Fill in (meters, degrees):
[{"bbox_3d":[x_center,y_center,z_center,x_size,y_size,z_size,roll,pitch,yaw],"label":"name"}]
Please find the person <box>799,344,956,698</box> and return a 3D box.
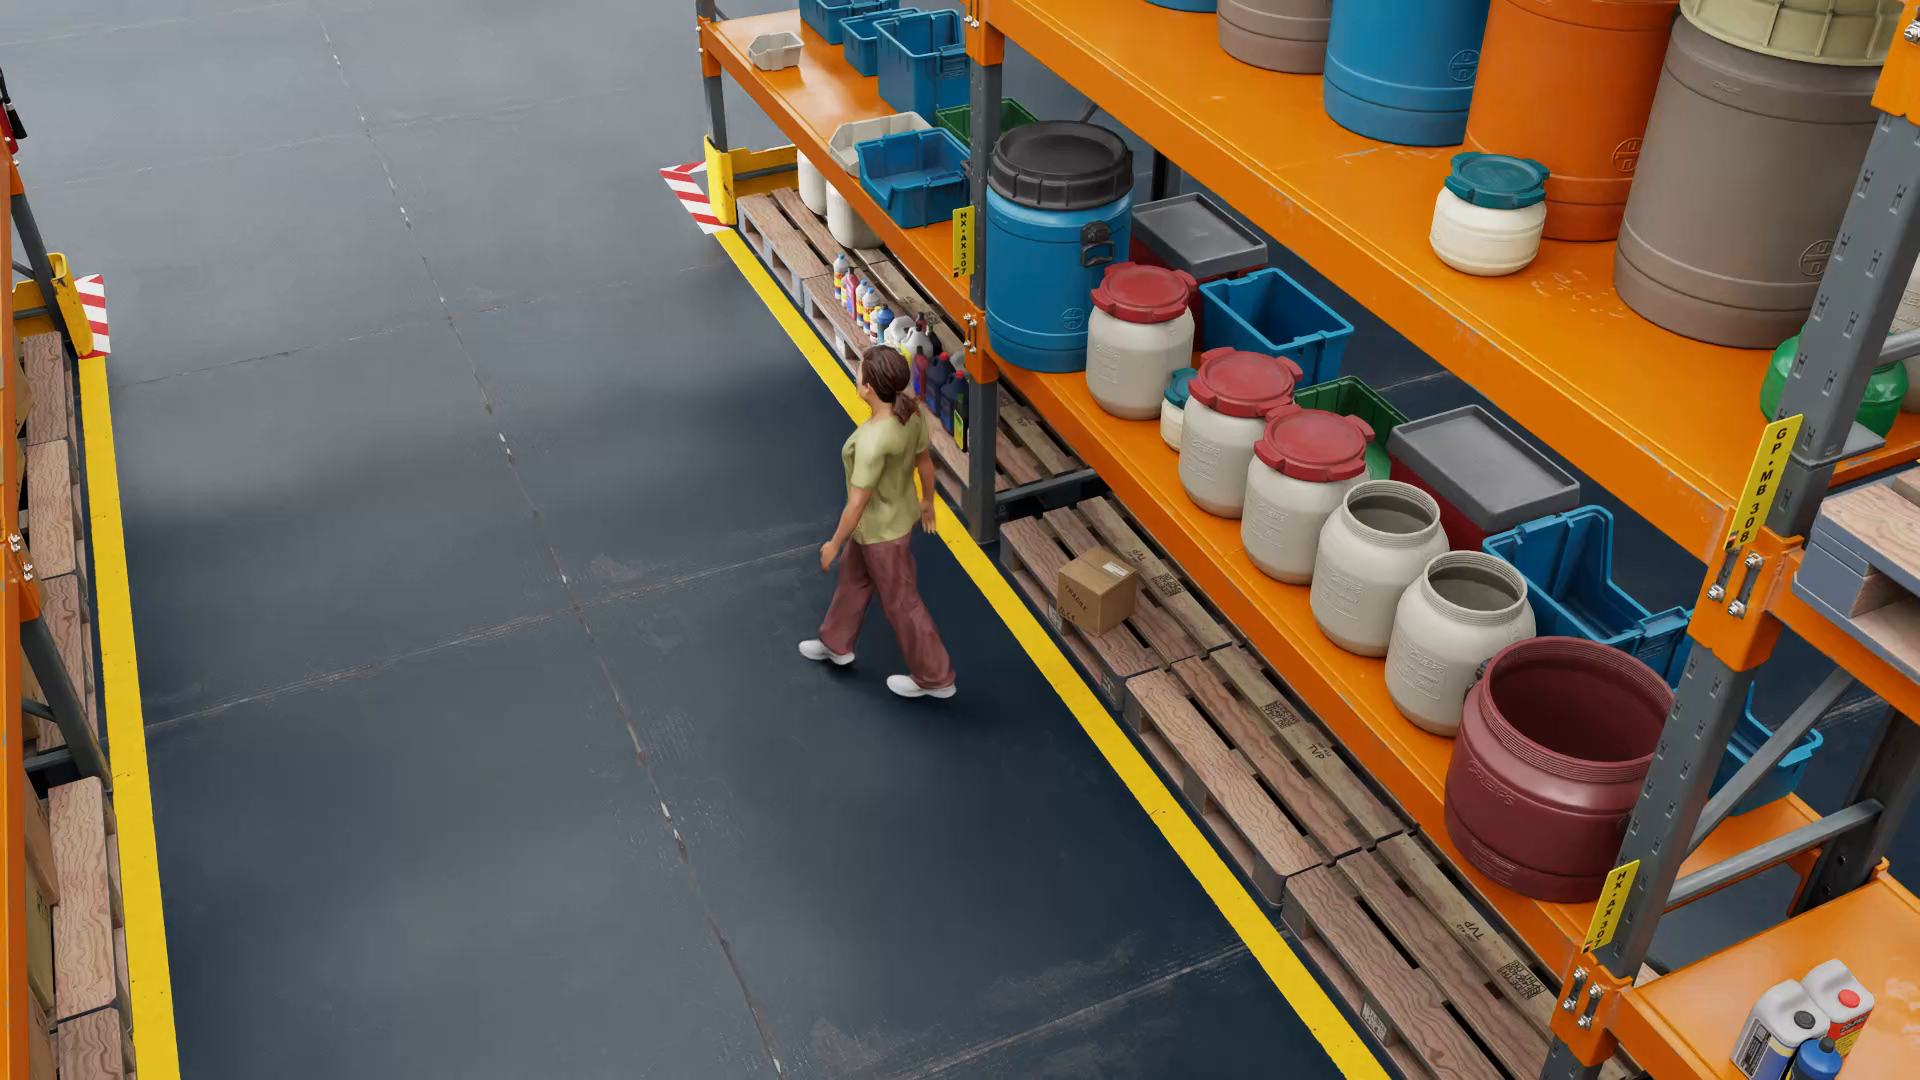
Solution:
[{"bbox_3d":[-0.381,-0.049,6.923,0.793,1.674,0.511,12,39,15],"label":"person"}]
